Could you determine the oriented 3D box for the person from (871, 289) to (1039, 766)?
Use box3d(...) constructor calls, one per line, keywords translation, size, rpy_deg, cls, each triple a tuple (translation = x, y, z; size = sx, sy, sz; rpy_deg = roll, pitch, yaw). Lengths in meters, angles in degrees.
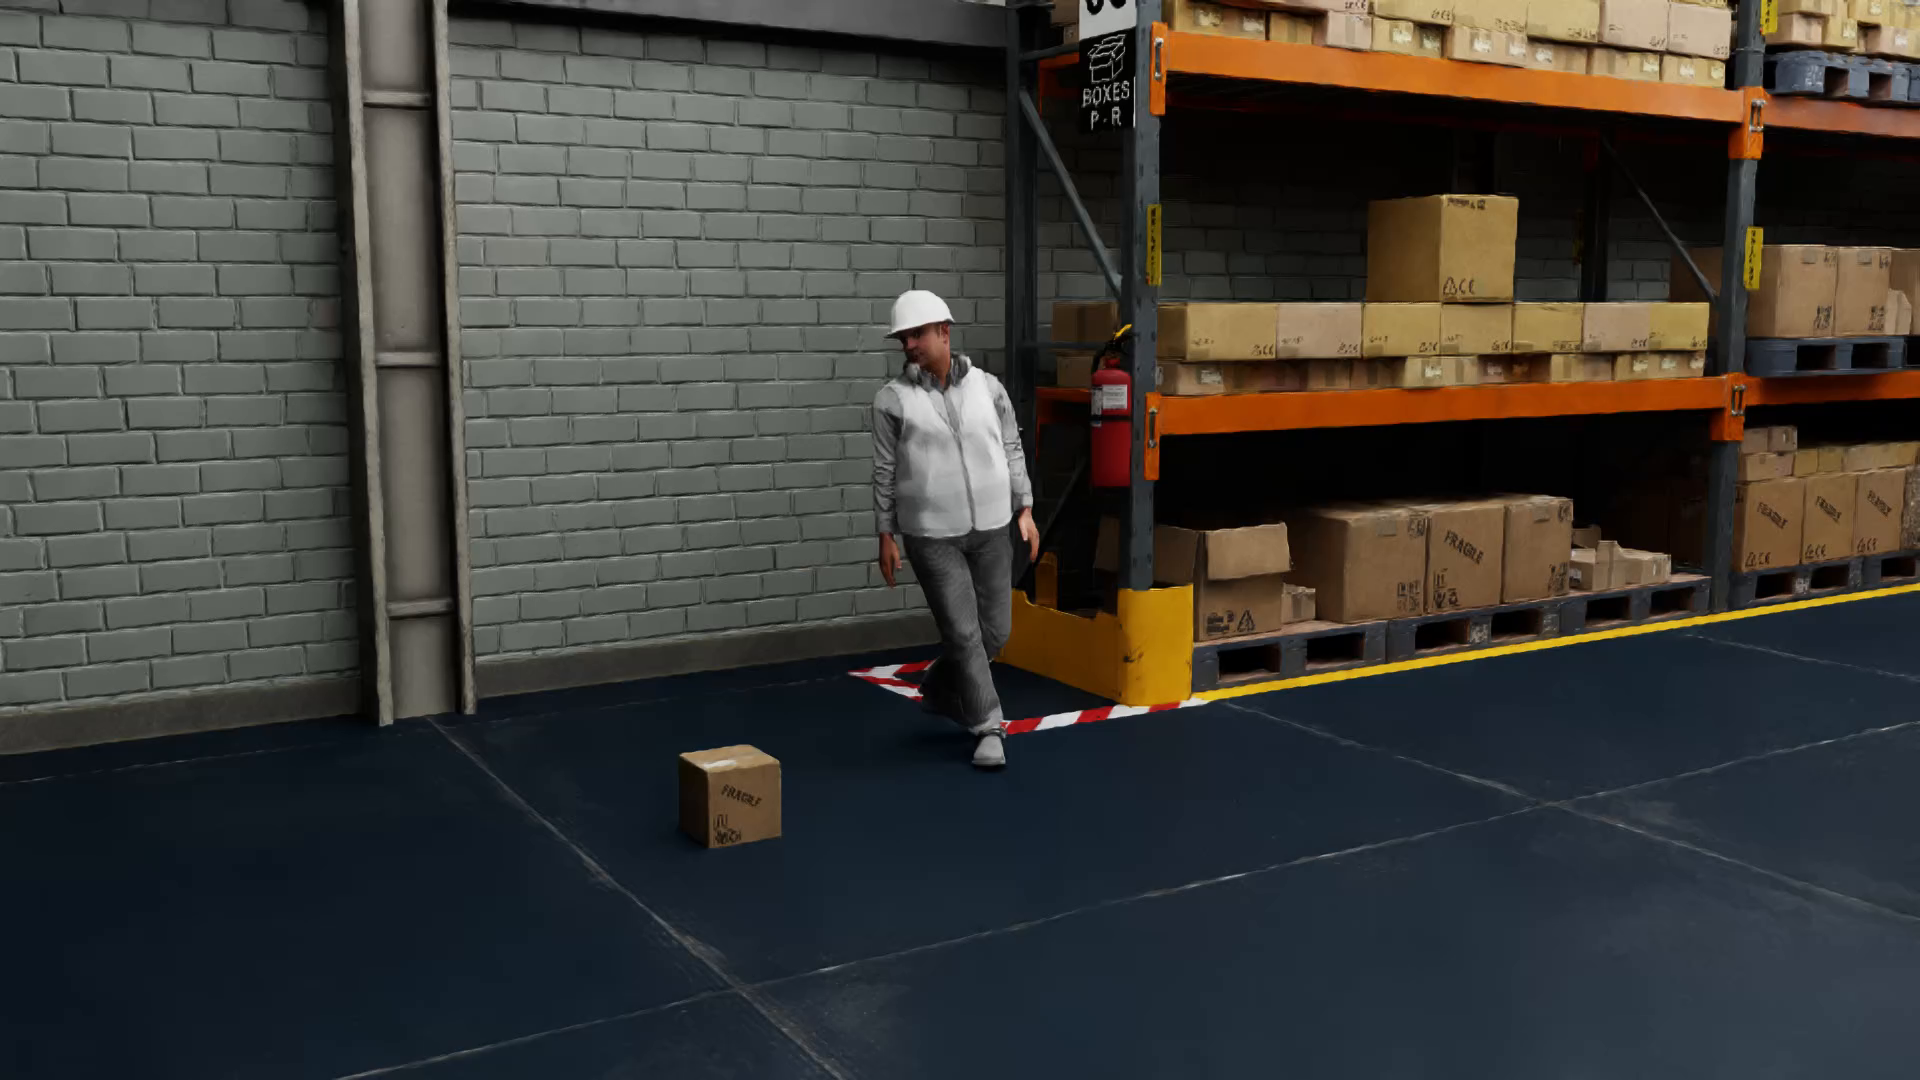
box3d(translation=(-0.043, -0.049, 6.176), size=(0.575, 1.744, 0.614), rpy_deg=(-4, 9, -25), cls="person")
